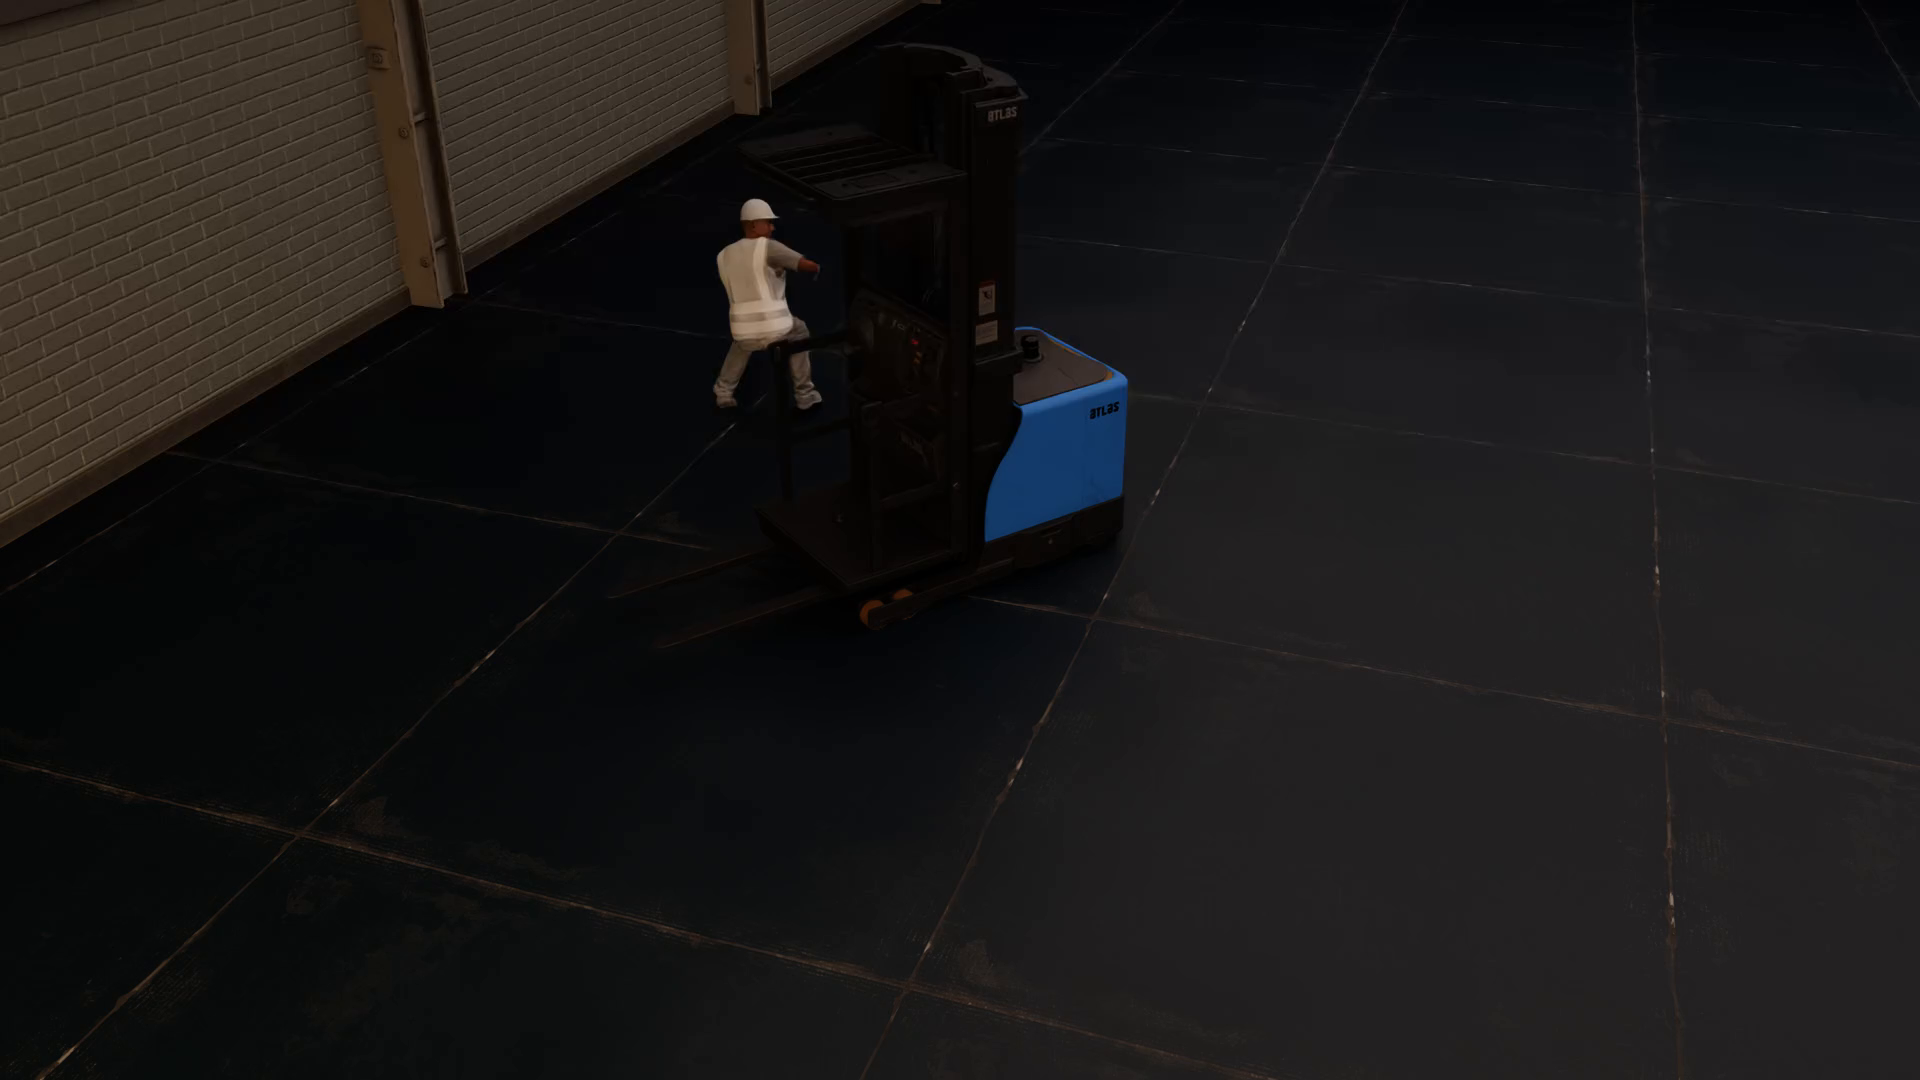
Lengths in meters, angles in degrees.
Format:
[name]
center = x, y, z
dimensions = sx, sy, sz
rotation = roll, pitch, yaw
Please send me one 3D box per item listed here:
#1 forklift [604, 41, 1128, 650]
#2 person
[forklift]
center = -0.518, -1.071, 9.016
dimensions = 3.031, 2.935, 1.130
rotation = -19, 35, -29
[person]
center = -1.295, -1.593, 11.417
dimensions = 0.825, 1.515, 0.928
rotation = 7, 30, 13
